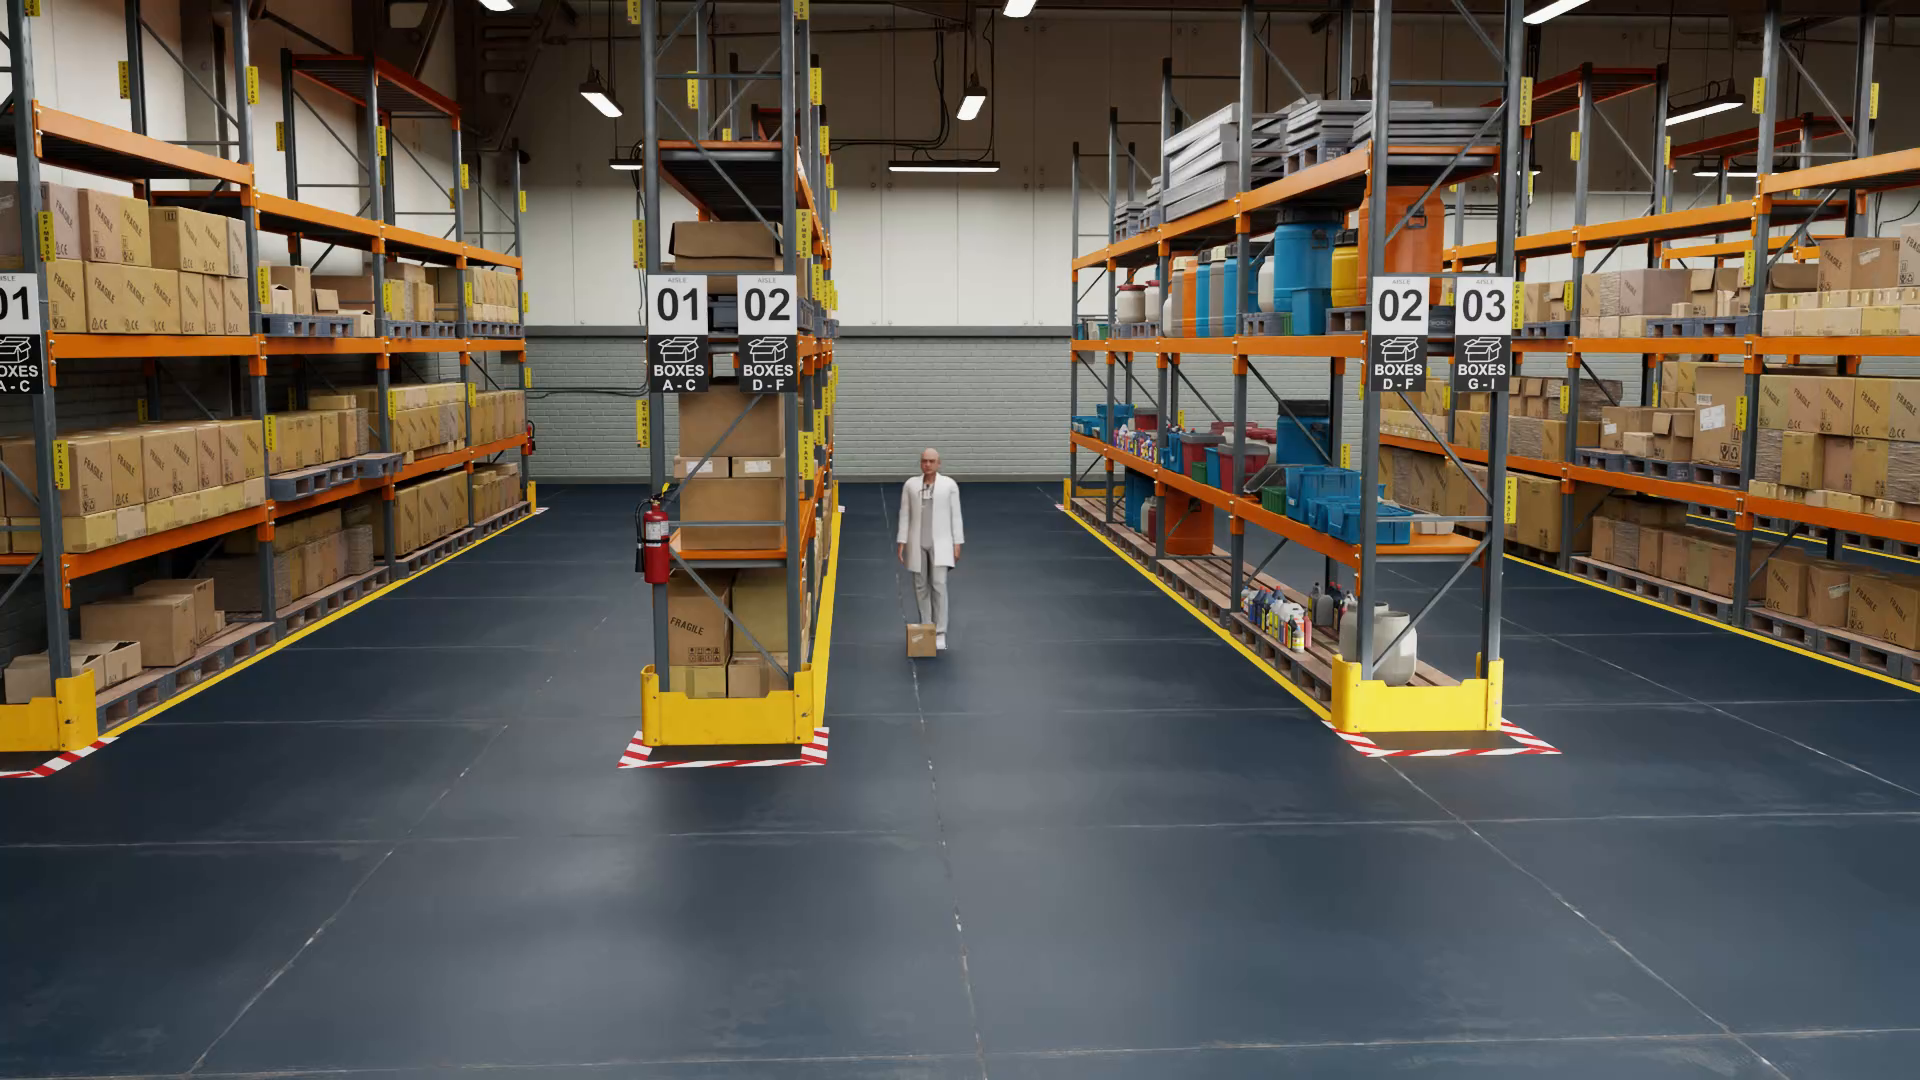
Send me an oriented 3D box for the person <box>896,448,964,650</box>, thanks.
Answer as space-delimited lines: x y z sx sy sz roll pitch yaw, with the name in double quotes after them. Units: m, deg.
-0.306 0.168 15.200 0.611 1.585 0.683 1 7 12 "person"
